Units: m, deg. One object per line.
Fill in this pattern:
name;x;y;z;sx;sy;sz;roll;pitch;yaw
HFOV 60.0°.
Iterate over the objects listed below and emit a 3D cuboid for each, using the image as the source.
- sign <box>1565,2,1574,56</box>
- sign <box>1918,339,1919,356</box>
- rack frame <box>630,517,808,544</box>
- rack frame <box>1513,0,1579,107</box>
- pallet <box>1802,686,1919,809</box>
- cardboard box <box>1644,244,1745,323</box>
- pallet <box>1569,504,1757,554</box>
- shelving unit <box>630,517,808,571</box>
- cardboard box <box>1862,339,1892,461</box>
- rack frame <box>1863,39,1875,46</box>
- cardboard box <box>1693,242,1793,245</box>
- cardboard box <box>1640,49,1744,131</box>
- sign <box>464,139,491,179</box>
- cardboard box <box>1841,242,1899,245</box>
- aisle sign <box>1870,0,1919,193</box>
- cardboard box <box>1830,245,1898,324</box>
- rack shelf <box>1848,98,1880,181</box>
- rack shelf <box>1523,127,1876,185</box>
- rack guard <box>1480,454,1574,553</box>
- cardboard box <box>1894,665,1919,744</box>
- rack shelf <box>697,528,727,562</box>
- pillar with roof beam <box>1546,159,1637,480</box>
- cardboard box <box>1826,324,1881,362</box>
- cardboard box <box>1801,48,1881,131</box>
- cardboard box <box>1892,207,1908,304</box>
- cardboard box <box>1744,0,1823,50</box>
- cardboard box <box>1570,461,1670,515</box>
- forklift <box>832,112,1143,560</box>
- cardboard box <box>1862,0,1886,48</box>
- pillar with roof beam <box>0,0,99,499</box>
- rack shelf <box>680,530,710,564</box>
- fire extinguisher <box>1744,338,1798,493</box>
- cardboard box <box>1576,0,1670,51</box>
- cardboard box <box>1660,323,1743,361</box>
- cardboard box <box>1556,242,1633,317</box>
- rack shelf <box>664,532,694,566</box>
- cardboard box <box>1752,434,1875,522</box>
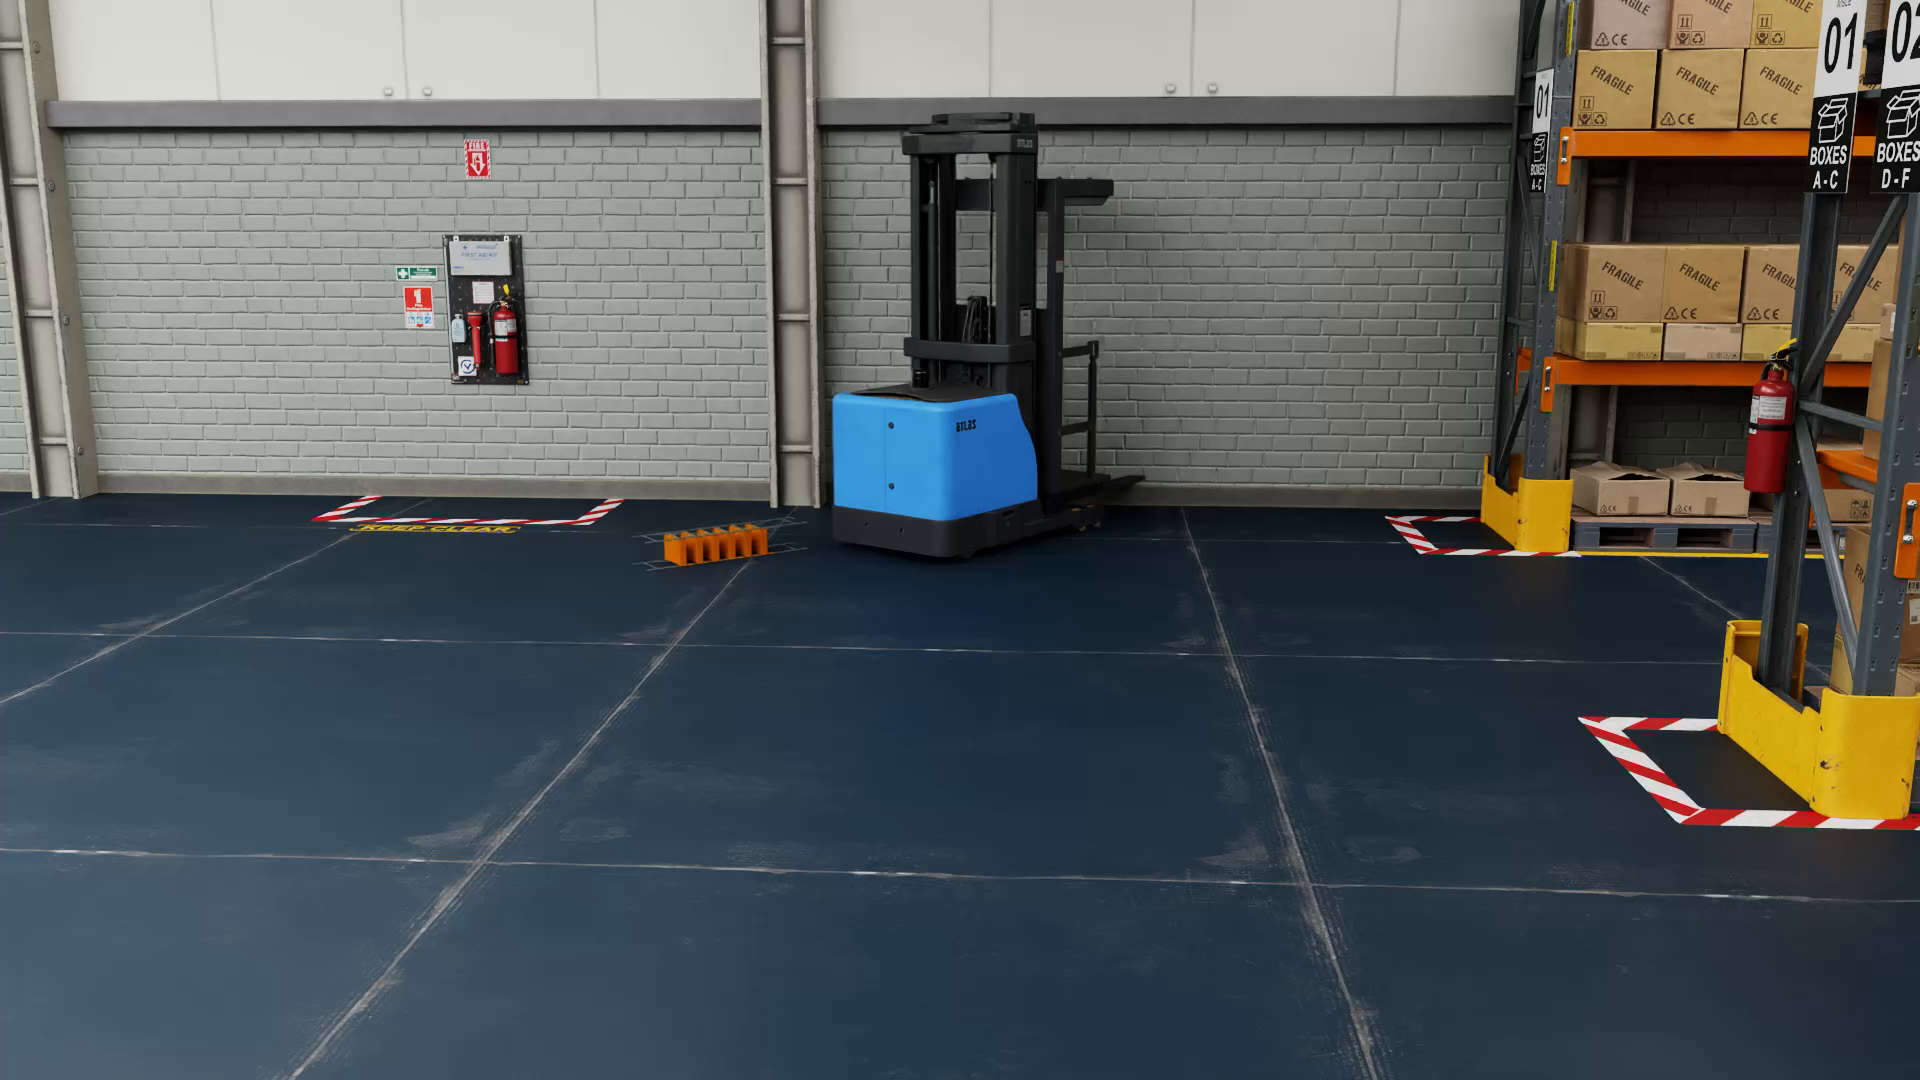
sign;3.922;-3.288;10.700;0.005;0.325;0.100;1;12;4
sign;3.588;-0.840;6.150;0.005;0.325;0.100;1;12;4
rack frame;-1.608;-0.069;11.179;1.200;0.006;0.240;-8;14;-34
rack frame;3.958;-4.439;11.012;0.127;3.000;1.000;1;12;4
pallet;4.397;0.876;7.065;1.213;0.211;1.003;1;12;4
cardboard box;4.907;-1.730;11.196;0.500;0.500;0.500;1;12;4
pallet;4.842;-0.119;11.819;1.213;0.211;1.003;1;12;4
shelving unit;-1.608;0.020;11.198;1.200;0.189;0.258;-8;14;-34
cardboard box;4.096;-0.531;6.735;0.500;0.500;0.700;1;12;4
rack frame;3.631;-3.427;6.174;0.127;3.000;1.000;1;12;4
cardboard box;5.461;-1.828;11.668;0.500;0.500;0.500;0;12;2
cardboard box;4.809;-2.959;10.971;0.500;0.500;0.500;2;12;8
sign;-3.737;-2.949;12.877;0.199;0.298;0.001;1;12;4
cardboard box;6.482;-1.816;11.611;0.500;0.500;0.500;1;12;5
aisle sign;3.545;-1.702;6.227;0.004;0.787;0.394;1;12;4
cardboard box;5.938;-1.717;11.134;0.500;0.500;0.500;1;12;6
rack shelf;5.627;-1.580;6.424;4.000;0.370;1.077;1;12;4
rack shelf;5.954;-2.592;11.262;4.000;0.370;1.077;1;12;4
rack guard;4.034;-0.278;11.877;0.348;0.500;1.175;1;12;4
cardboard box;4.151;0.702;6.774;0.500;0.250;0.500;1;12;4
rack shelf;-1.670;0.029;11.156;0.103;0.180;0.258;-8;14;-34
pillar with roof beam;4.427;-3.727;7.607;0.400;9.000;9.100;1;12;4
cardboard box;5.955;-1.348;11.203;0.500;0.250;0.500;1;12;4
cardboard box;5.863;-2.950;10.927;0.500;0.500;0.500;2;12;7
cardboard box;4.149;-1.165;6.599;0.500;0.500;0.700;1;12;4
cardboard box;5.336;-3.442;10.837;0.500;0.500;0.500;1;12;5
cardboard box;4.643;-0.374;11.723;0.500;0.311;0.500;-1;12;-3
forklift;0.406;-1.555;12.041;1.130;2.935;3.031;9;15;36
cardboard box;5.943;-3.542;11.313;0.500;0.500;0.500;1;12;4
pillar with roof beam;-7.546;-3.891;8.392;0.400;9.000;9.100;1;12;4
rack shelf;-1.769;0.043;11.089;0.103;0.180;0.258;-8;14;-34
fire extinguisher;3.544;-0.549;7.258;0.183;0.674;0.296;1;12;4
cardboard box;4.326;-3.464;10.942;0.500;0.500;0.500;0;12;0
cardboard box;4.943;-1.363;11.278;0.500;0.250;0.500;0;12;2
cardboard box;4.443;-1.843;11.740;0.500;0.500;0.500;1;12;3
rack shelf;-1.867;0.057;11.022;0.103;0.180;0.258;-8;14;-34
cardboard box;5.940;-0.439;11.570;0.500;0.500;0.700;0;12;0
